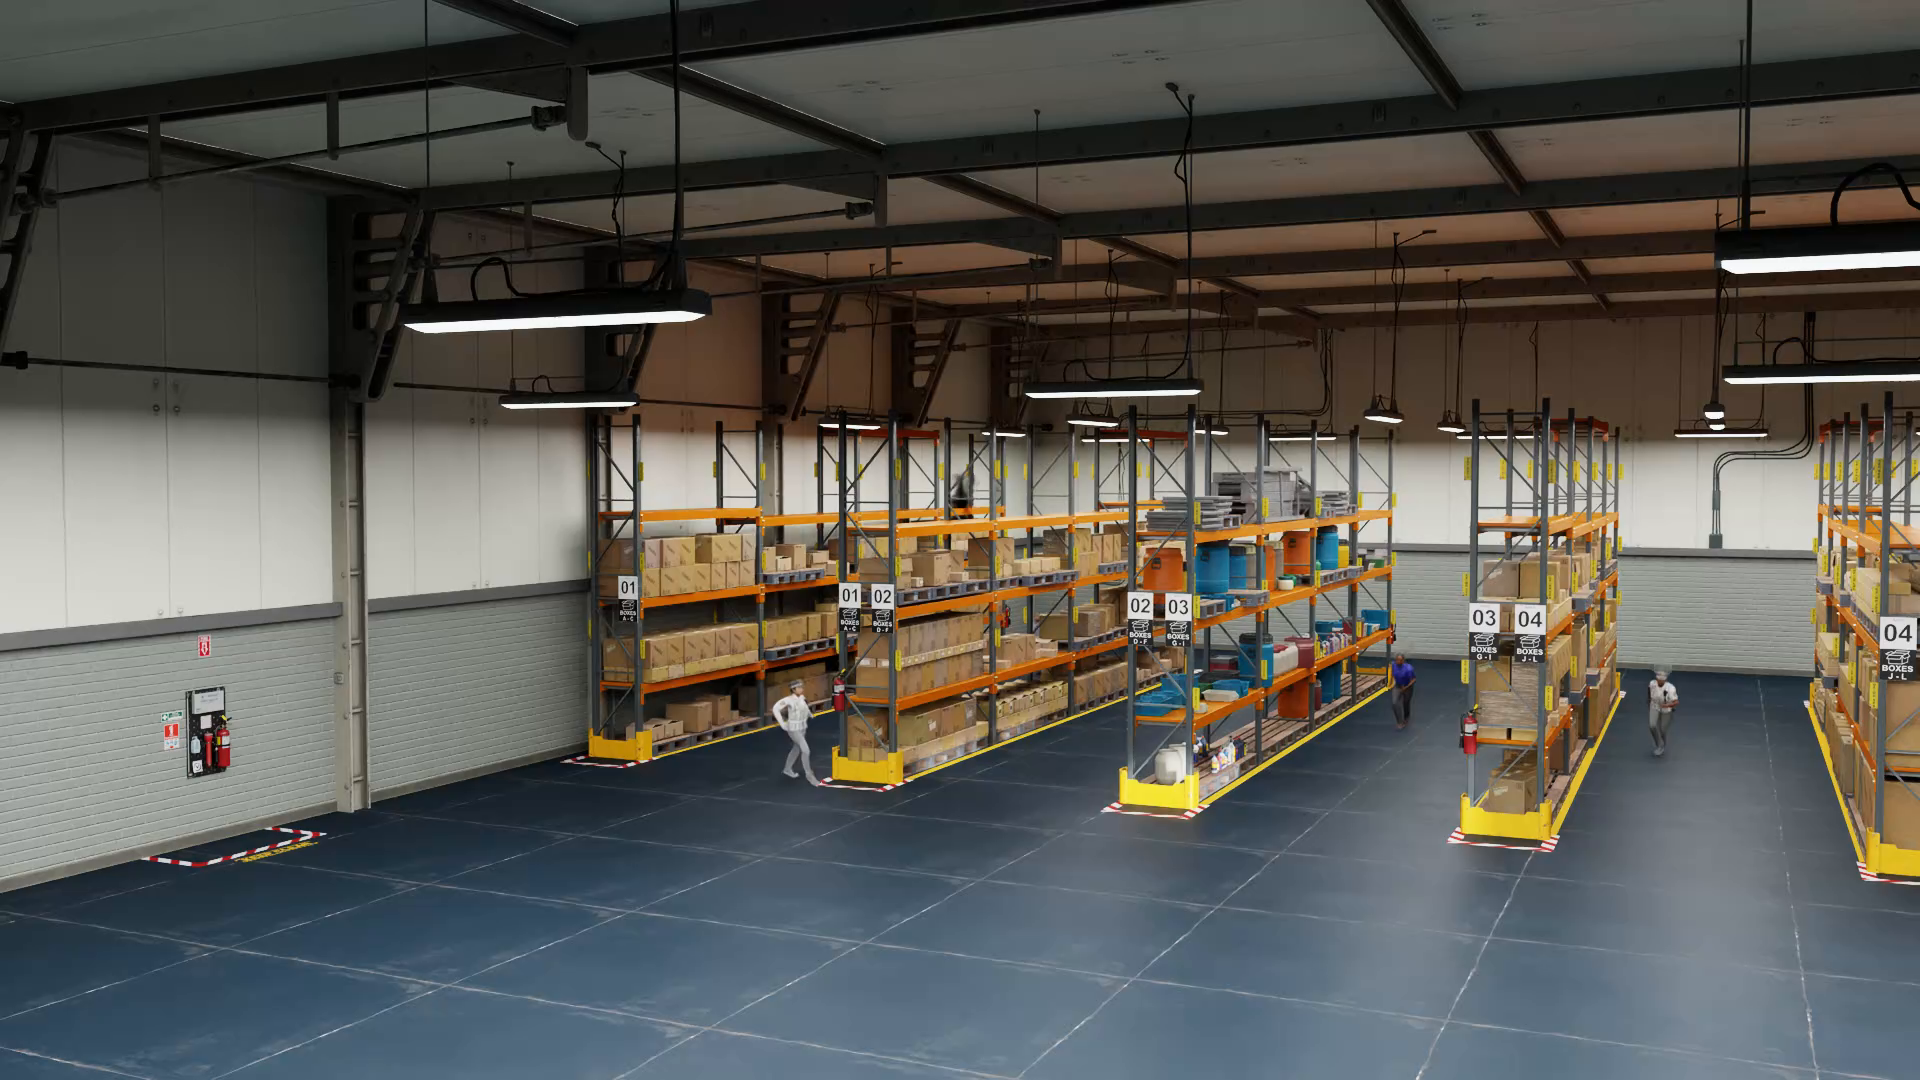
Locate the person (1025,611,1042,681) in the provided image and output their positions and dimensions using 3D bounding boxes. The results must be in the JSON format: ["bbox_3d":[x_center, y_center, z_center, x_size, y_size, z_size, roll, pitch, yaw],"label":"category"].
[{"bbox_3d":[1.877,2.547,39.741,0.595,1.705,0.837,1,2,20],"label":"person"}]

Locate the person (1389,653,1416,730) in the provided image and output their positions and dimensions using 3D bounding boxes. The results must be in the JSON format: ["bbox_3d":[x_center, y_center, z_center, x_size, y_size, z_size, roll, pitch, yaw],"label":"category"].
[{"bbox_3d":[8.659,2.904,32.410,0.585,1.503,1.000,1,3,30],"label":"person"}]

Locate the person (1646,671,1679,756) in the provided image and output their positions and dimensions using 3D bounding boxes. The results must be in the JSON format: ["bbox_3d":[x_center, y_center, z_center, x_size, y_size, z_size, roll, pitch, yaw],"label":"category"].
[{"bbox_3d":[12.415,3.031,29.401,0.578,1.491,1.046,1,3,30],"label":"person"}]

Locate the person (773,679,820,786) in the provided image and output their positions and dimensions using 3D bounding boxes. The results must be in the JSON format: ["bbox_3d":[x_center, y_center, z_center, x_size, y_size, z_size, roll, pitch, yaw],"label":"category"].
[{"bbox_3d":[-2.635,3.068,26.549,0.782,1.730,0.676,1,3,31],"label":"person"}]
